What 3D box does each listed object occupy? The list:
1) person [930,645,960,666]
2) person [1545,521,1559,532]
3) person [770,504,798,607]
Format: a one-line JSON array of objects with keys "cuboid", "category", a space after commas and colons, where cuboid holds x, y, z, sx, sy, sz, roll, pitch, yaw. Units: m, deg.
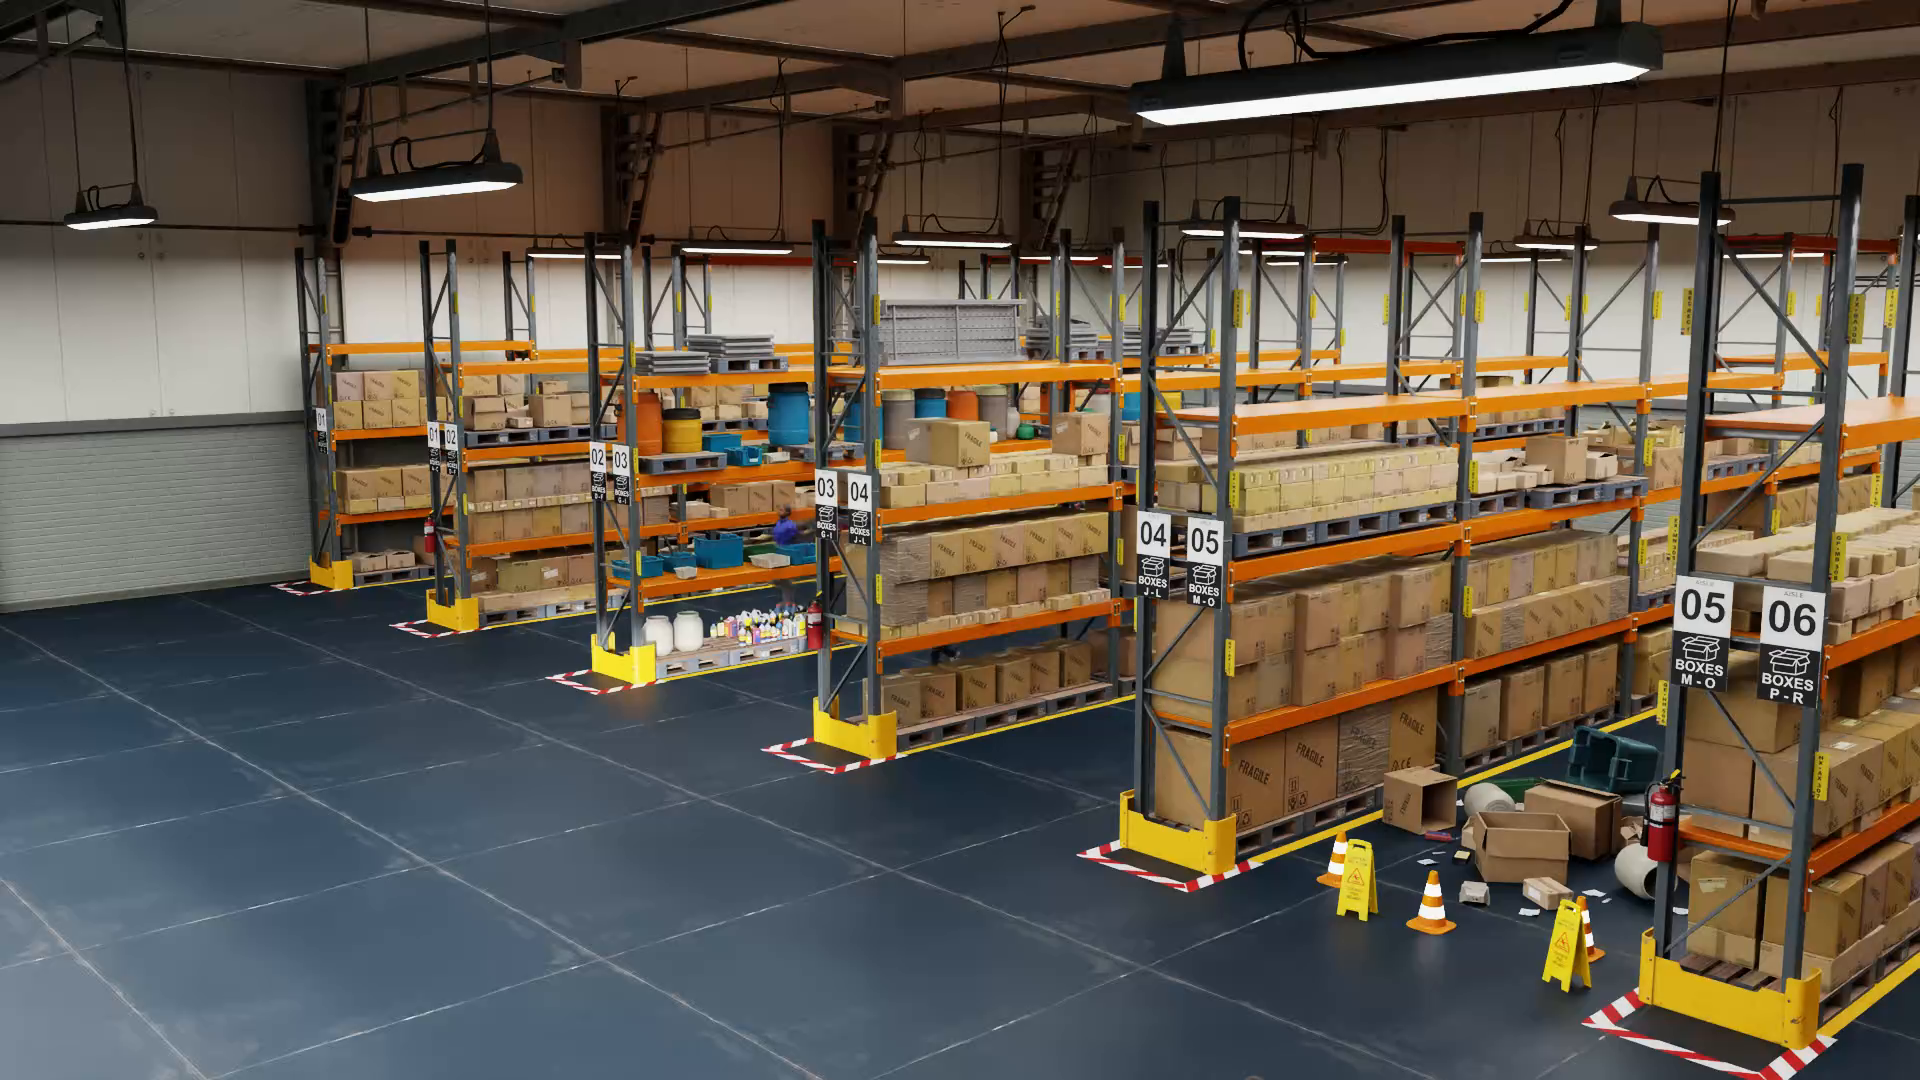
[{"cuboid": [-0.260, 1.136, 21.931, 0.539, 1.496, 0.795, 7, 11, 39], "category": "person"}, {"cuboid": [9.480, 0.455, 26.613, 0.544, 1.764, 0.747, 8, 11, 43], "category": "person"}, {"cuboid": [-2.810, 0.245, 26.204, 0.537, 1.633, 0.571, -8, 11, -43], "category": "person"}]
